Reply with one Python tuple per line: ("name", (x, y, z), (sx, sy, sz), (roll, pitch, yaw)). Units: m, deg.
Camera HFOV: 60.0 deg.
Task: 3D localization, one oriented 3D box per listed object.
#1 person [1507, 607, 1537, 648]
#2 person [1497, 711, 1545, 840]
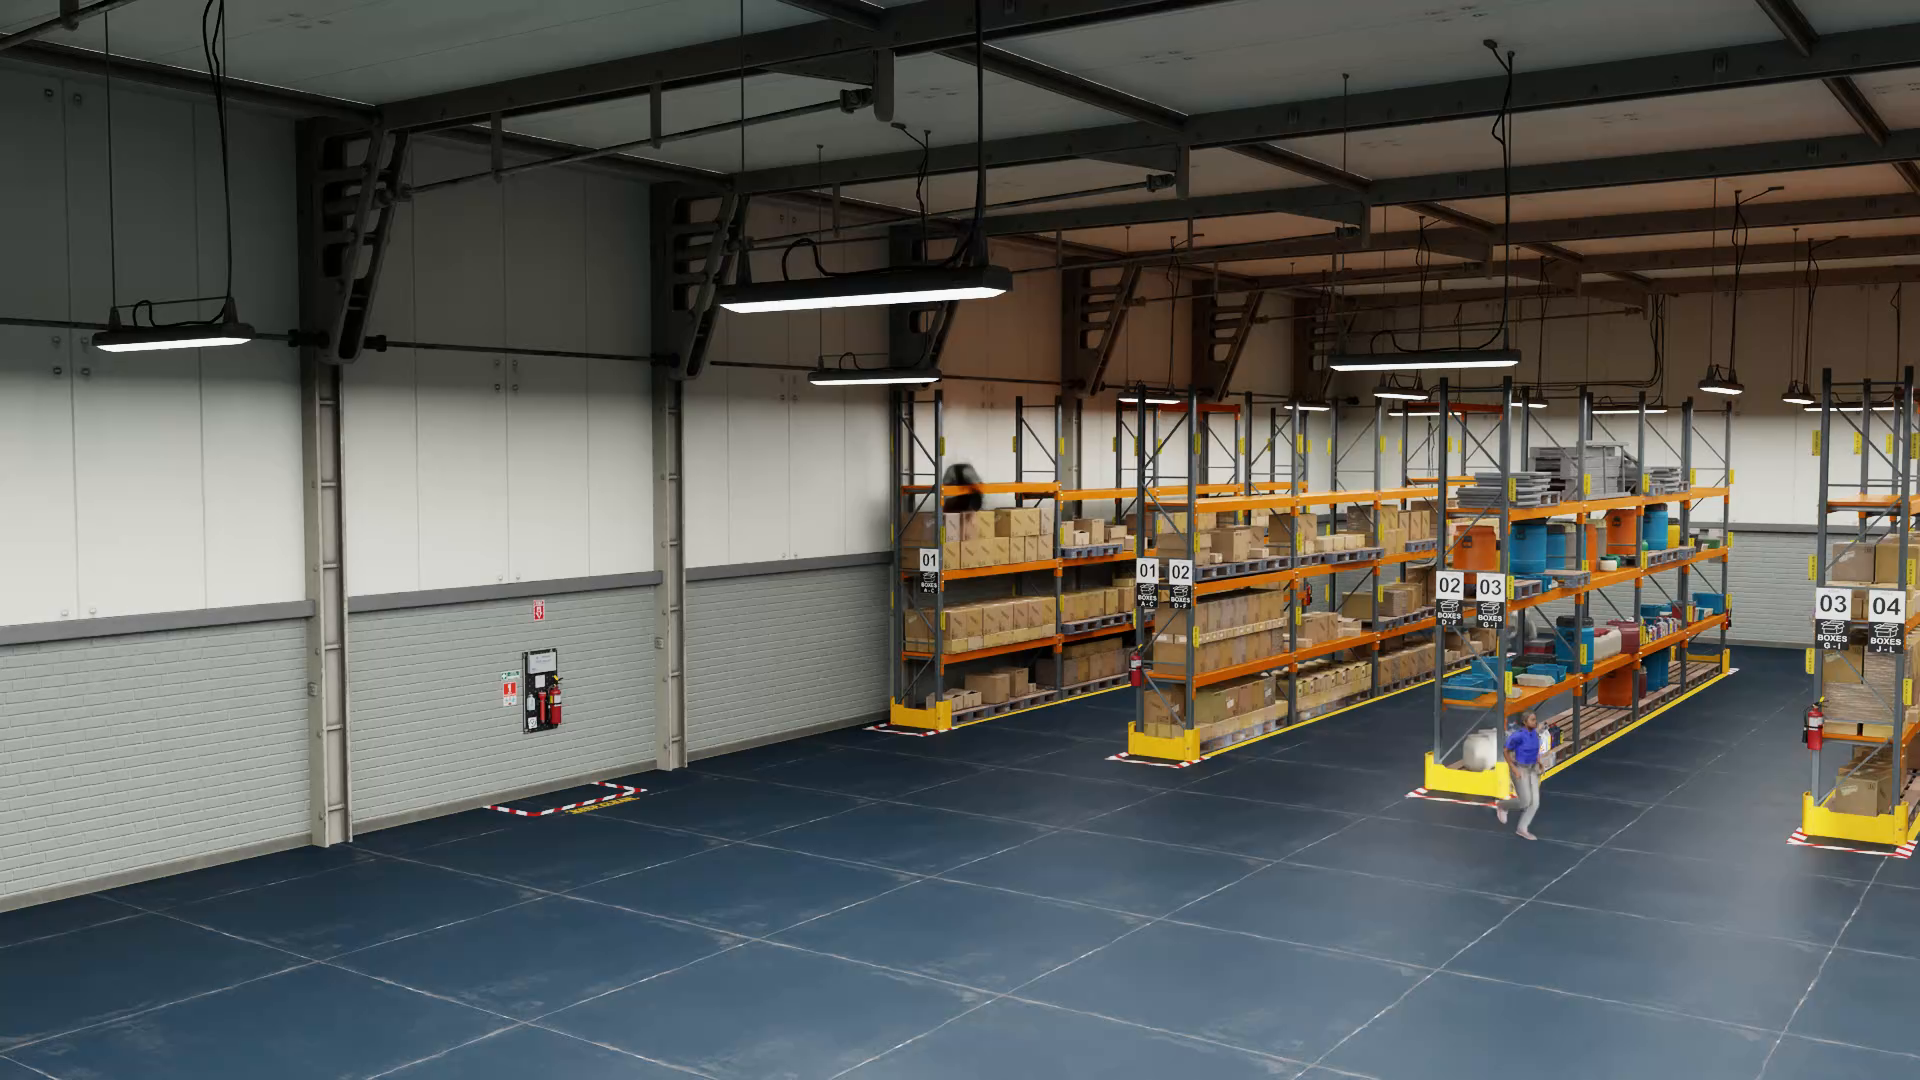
("person", (13.684, 1.857, 40.514), (0.719, 1.750, 0.965), (-3, 4, -40))
("person", (7.244, 3.003, 21.407), (0.594, 1.620, 0.524), (-2, 4, -33))
